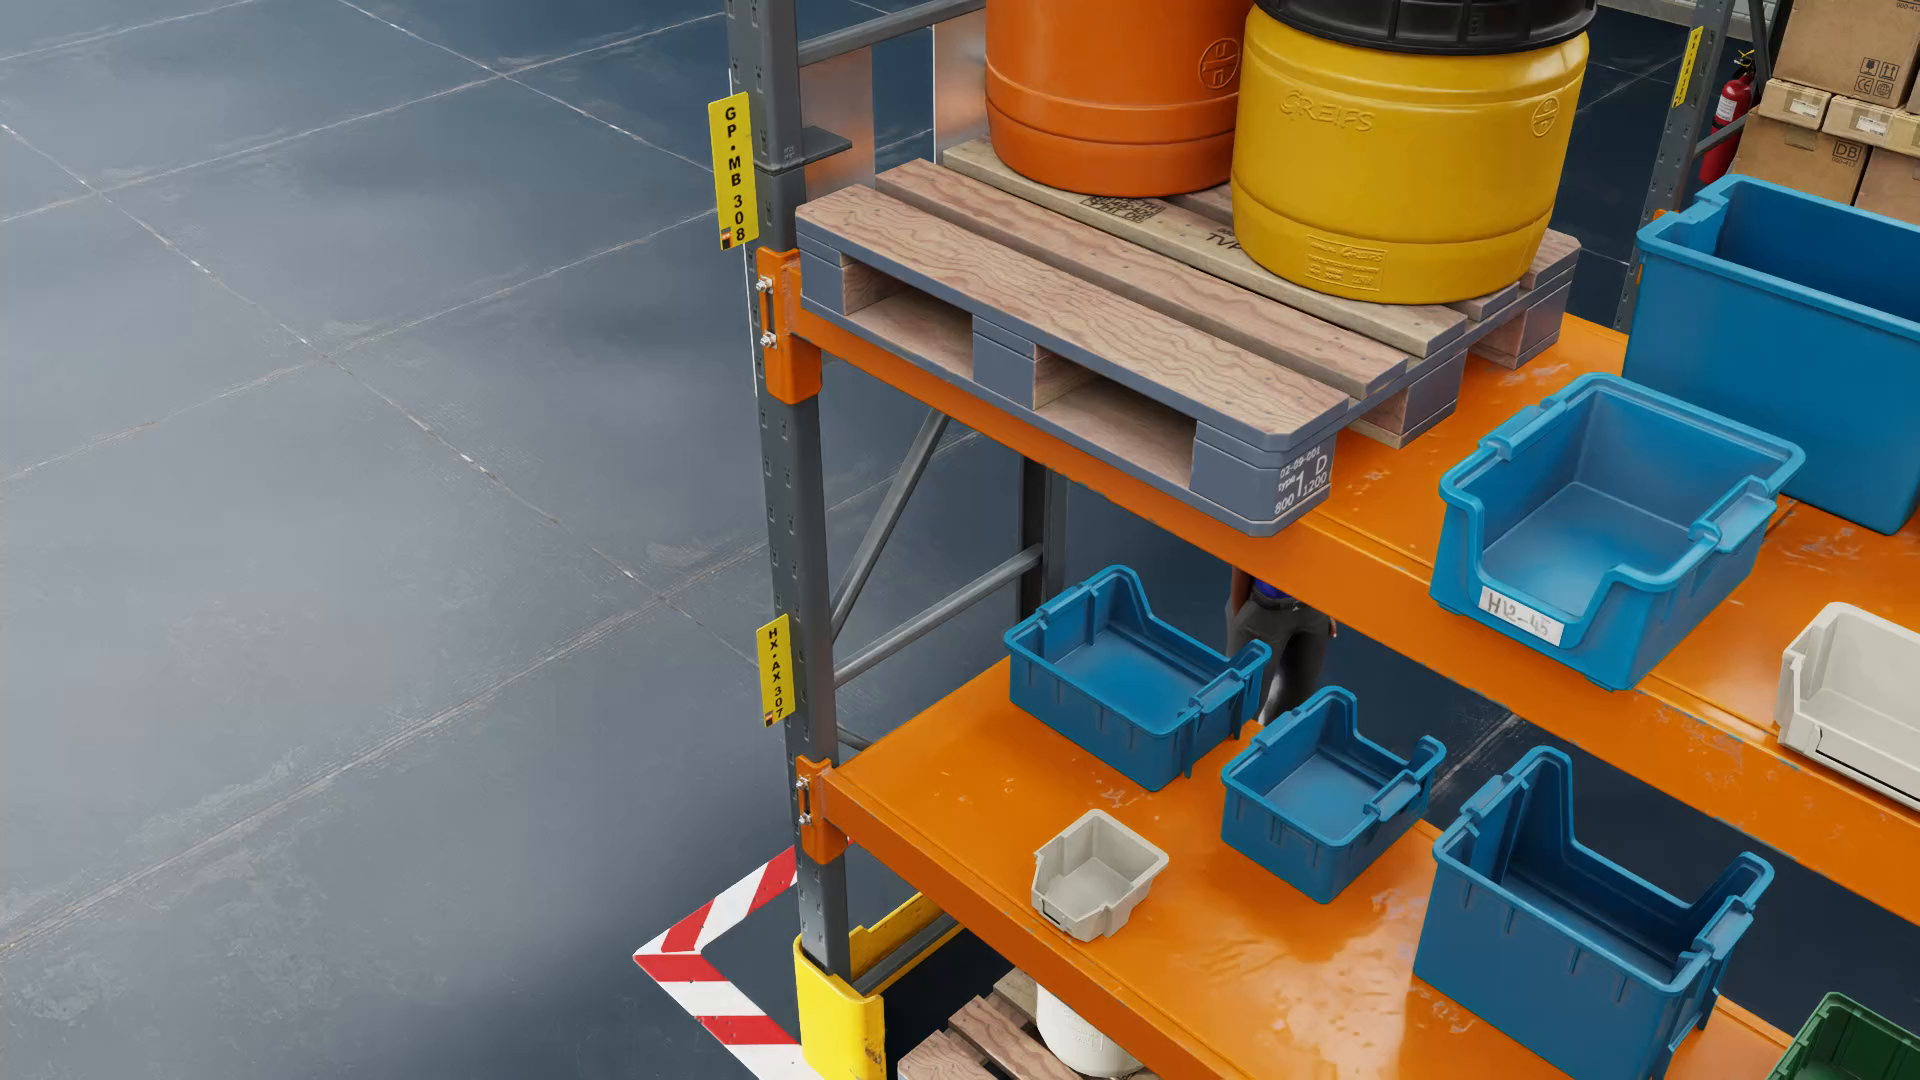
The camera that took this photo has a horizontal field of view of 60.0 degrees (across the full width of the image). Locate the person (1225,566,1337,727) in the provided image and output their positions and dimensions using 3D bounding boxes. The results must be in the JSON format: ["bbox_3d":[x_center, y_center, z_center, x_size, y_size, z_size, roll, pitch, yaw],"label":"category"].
[{"bbox_3d":[1.131,0.254,5.801,0.437,1.656,0.310,-15,38,-19],"label":"person"}]
